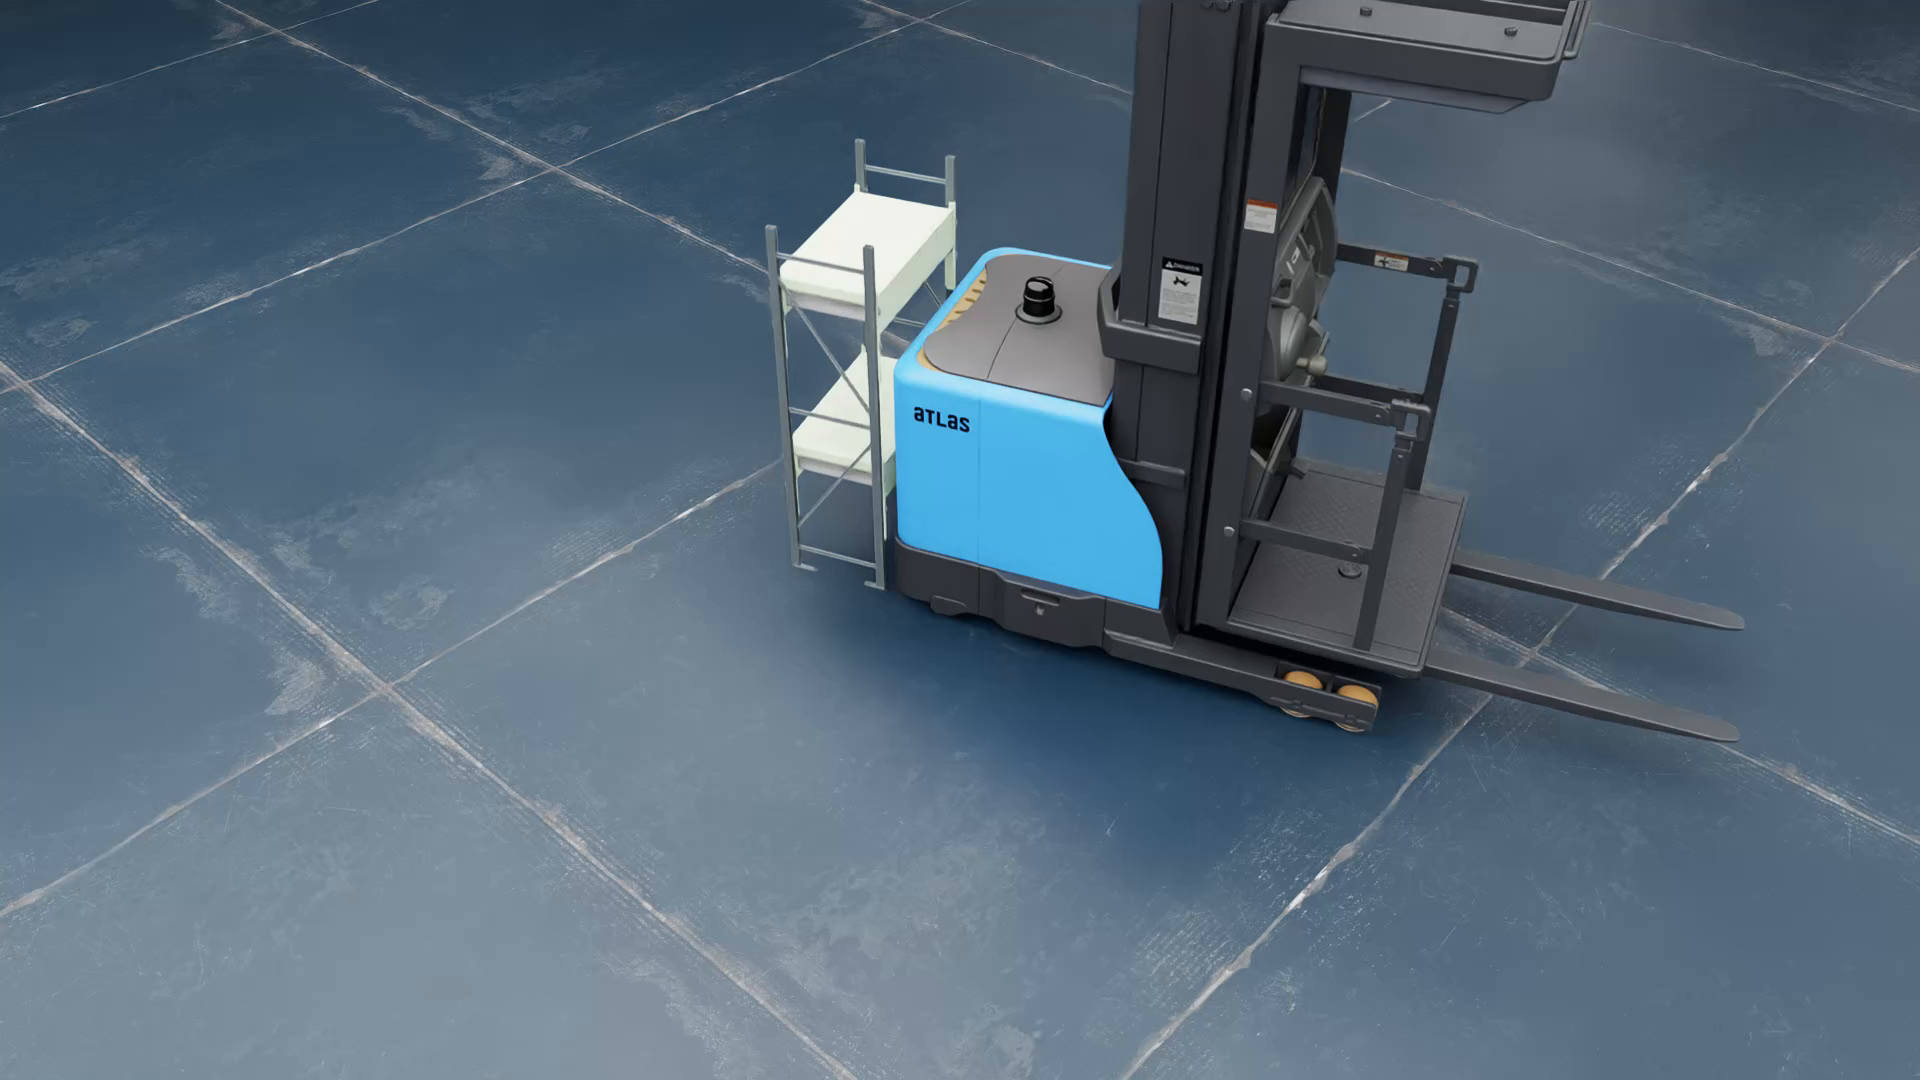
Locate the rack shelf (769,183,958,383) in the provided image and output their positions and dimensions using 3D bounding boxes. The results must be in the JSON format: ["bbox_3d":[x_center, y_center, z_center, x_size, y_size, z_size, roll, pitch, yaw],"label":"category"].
[{"bbox_3d":[-0.341,-0.958,6.123,0.431,0.370,0.720,14,41,17],"label":"rack shelf"}]

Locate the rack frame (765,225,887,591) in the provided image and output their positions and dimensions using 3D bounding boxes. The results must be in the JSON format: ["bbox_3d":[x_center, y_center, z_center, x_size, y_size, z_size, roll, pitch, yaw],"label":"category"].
[{"bbox_3d":[-0.477,-0.442,6.100,0.400,1.500,0.023,14,41,17],"label":"rack frame"}]

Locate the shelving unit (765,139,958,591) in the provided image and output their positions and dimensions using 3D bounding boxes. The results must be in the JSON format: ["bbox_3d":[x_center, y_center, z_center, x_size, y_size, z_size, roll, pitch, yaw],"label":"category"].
[{"bbox_3d":[-0.341,-0.653,6.366,0.431,1.500,0.755,14,41,17],"label":"shelving unit"}]

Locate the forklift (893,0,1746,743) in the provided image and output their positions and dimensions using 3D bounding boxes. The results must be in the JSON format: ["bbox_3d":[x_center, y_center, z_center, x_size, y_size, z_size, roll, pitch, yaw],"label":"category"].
[{"bbox_3d":[1.319,-0.845,5.457,3.031,2.935,1.130,14,41,17],"label":"forklift"}]

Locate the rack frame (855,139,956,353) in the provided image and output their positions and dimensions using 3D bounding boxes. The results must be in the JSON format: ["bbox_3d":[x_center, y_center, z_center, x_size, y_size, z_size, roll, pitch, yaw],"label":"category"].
[{"bbox_3d":[-0.204,-0.864,6.632,0.400,1.500,0.023,14,41,17],"label":"rack frame"}]

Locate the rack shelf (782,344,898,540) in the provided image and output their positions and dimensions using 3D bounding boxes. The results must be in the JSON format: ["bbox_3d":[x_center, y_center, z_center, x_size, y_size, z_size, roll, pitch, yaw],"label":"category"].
[{"bbox_3d":[-0.341,-0.398,6.569,0.431,0.370,0.720,14,41,17],"label":"rack shelf"}]
